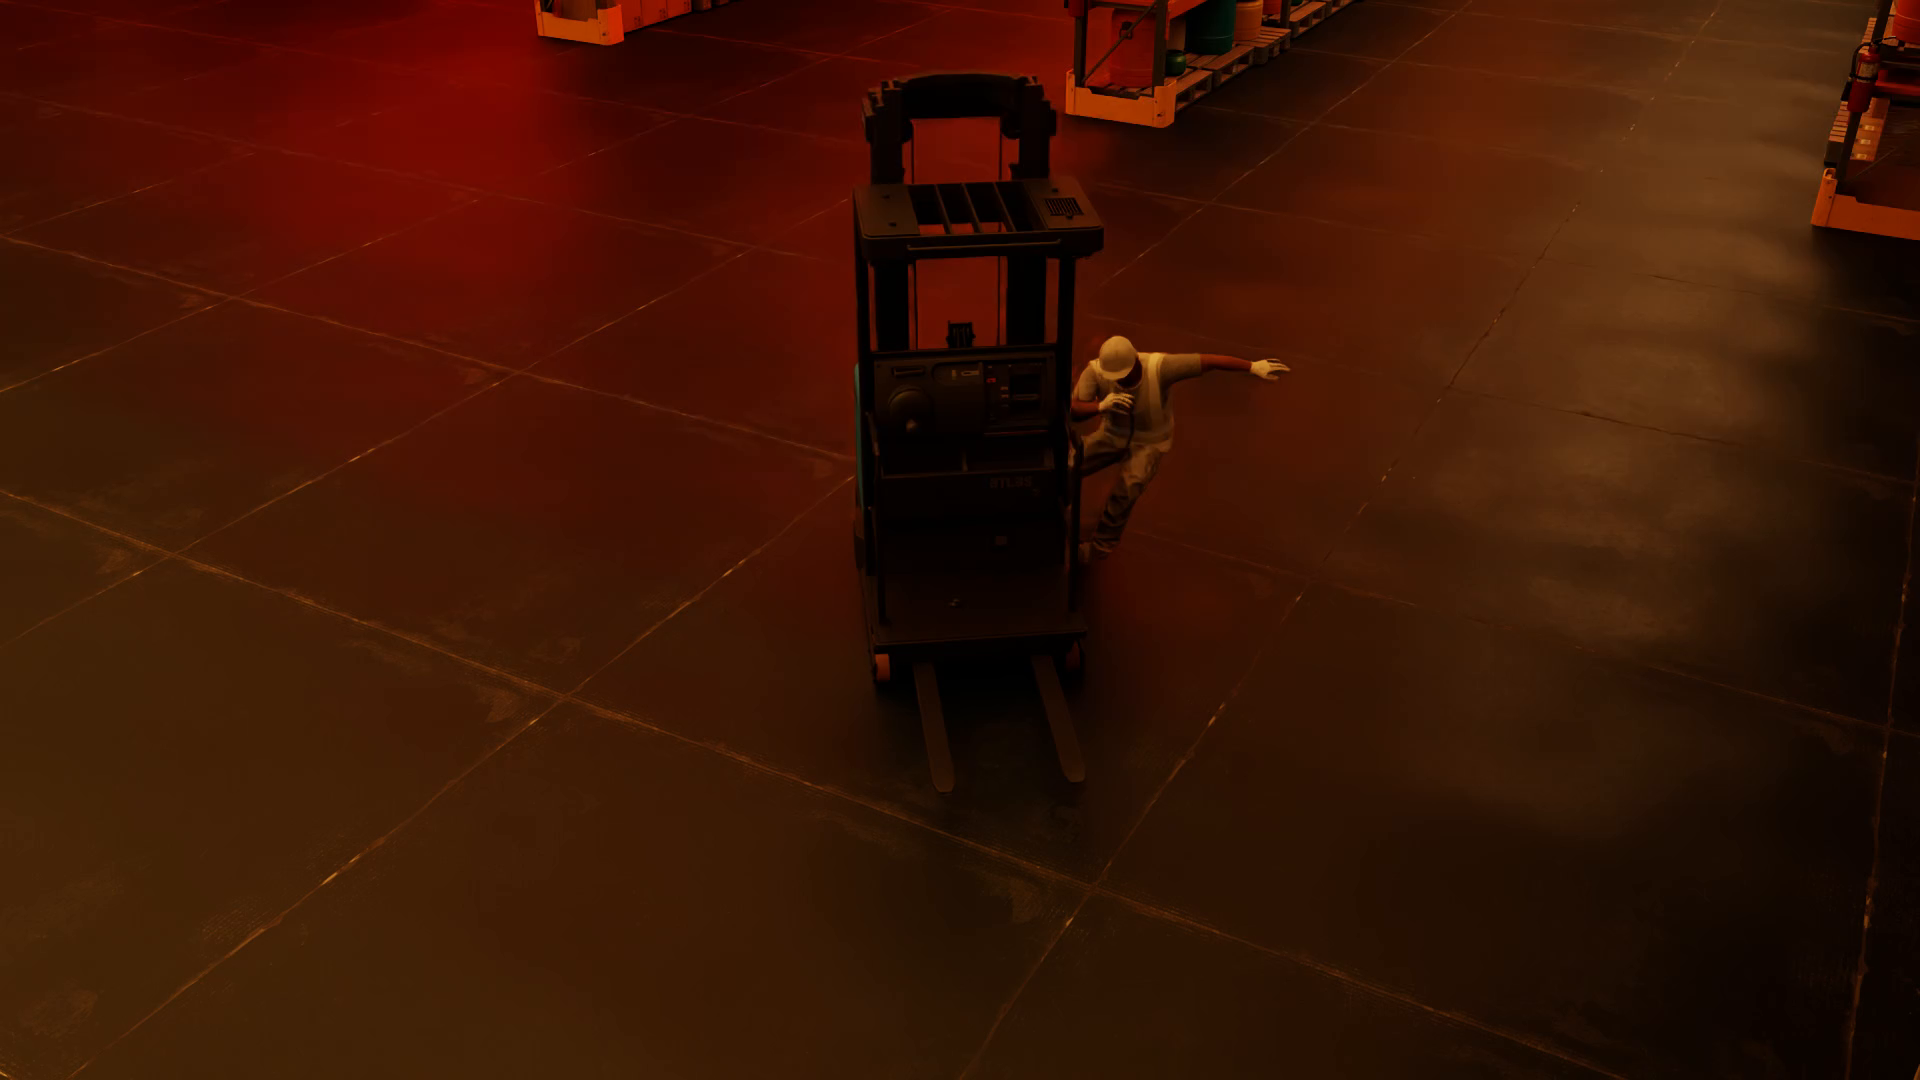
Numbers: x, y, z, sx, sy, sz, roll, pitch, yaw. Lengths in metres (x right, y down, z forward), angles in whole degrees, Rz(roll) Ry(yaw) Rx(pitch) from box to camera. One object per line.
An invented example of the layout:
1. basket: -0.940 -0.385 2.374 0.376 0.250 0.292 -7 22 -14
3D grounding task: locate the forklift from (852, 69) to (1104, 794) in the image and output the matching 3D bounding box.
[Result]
1. forklift: 0.057 -0.698 8.280 1.130 2.935 3.031 -3 30 -6

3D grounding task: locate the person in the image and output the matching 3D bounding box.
1. person: 1.084 -0.514 9.499 1.430 1.430 0.742 10 32 17
